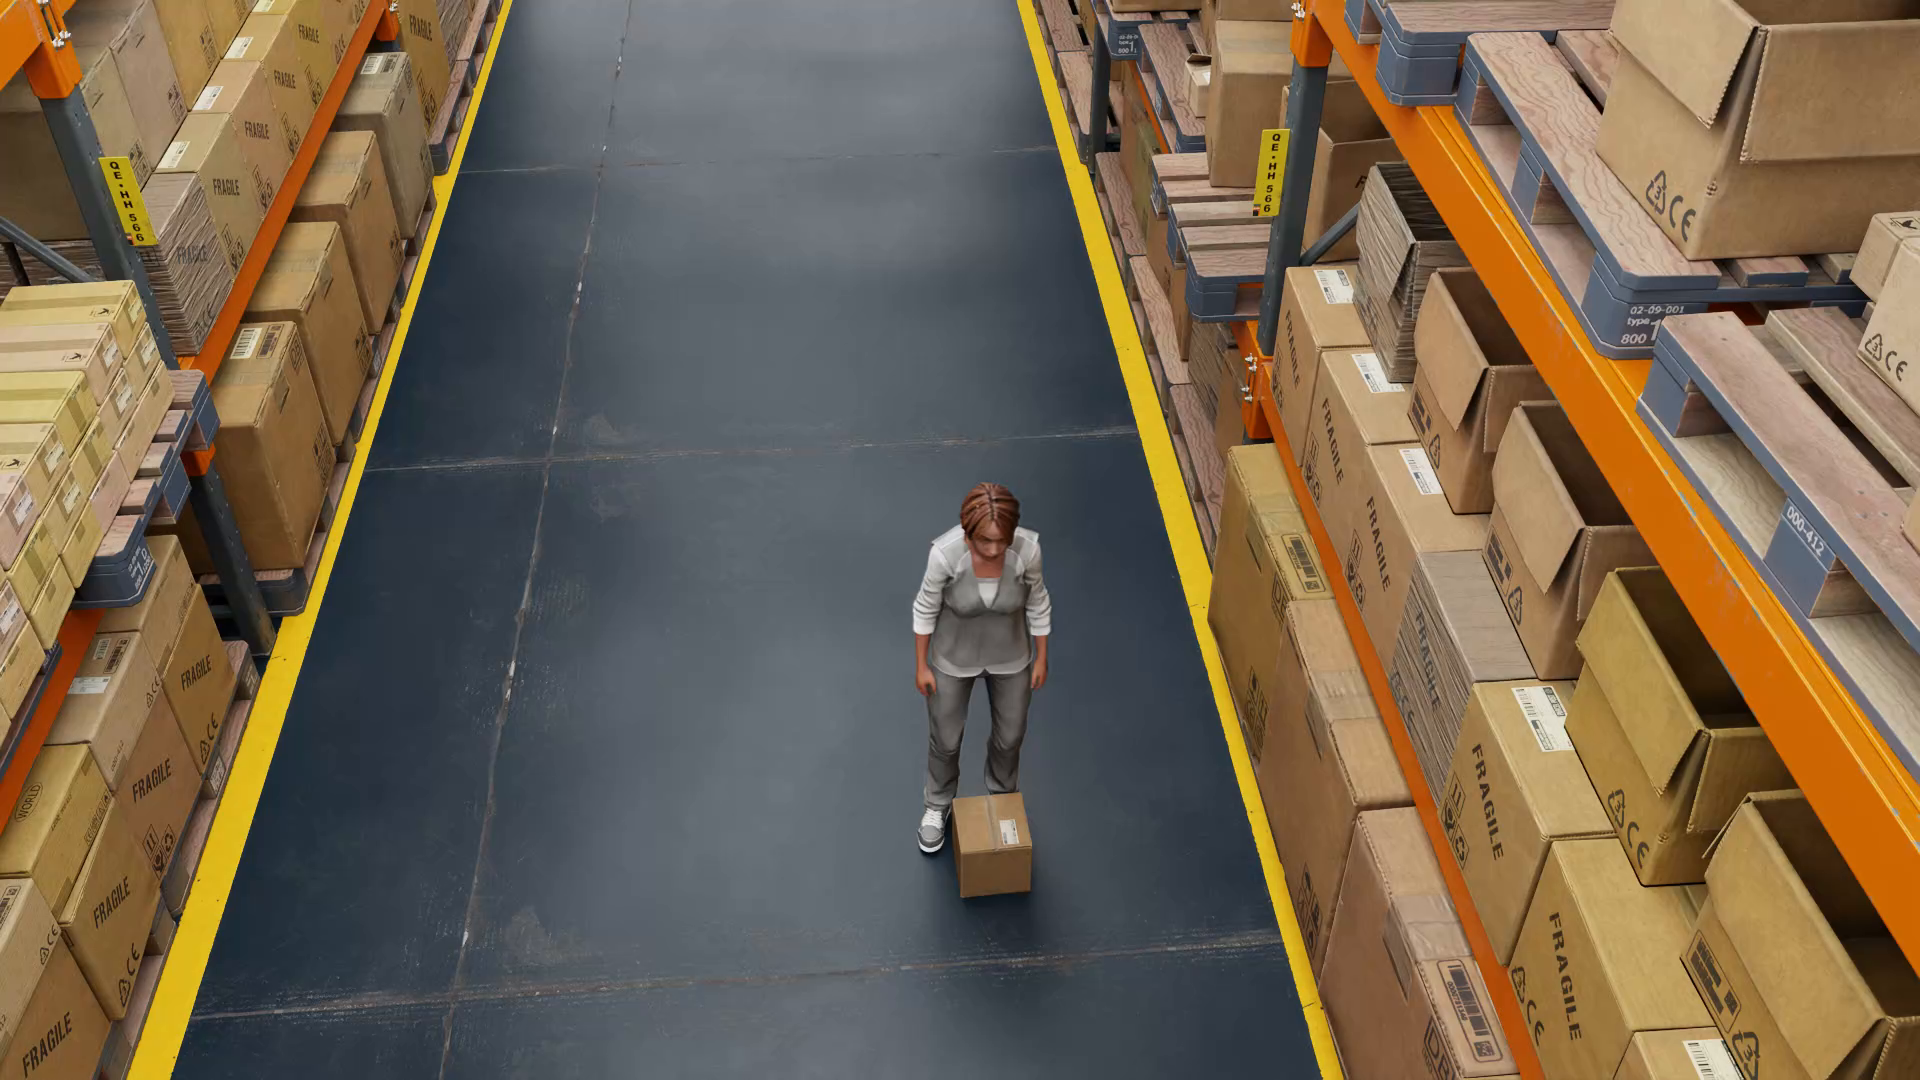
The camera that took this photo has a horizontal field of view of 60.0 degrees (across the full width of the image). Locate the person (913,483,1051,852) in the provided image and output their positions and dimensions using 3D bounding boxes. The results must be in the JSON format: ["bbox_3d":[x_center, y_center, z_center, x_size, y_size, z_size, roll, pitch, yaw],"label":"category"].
[{"bbox_3d":[0.072,0.421,5.658,0.472,1.591,0.350,-4,40,-5],"label":"person"}]
